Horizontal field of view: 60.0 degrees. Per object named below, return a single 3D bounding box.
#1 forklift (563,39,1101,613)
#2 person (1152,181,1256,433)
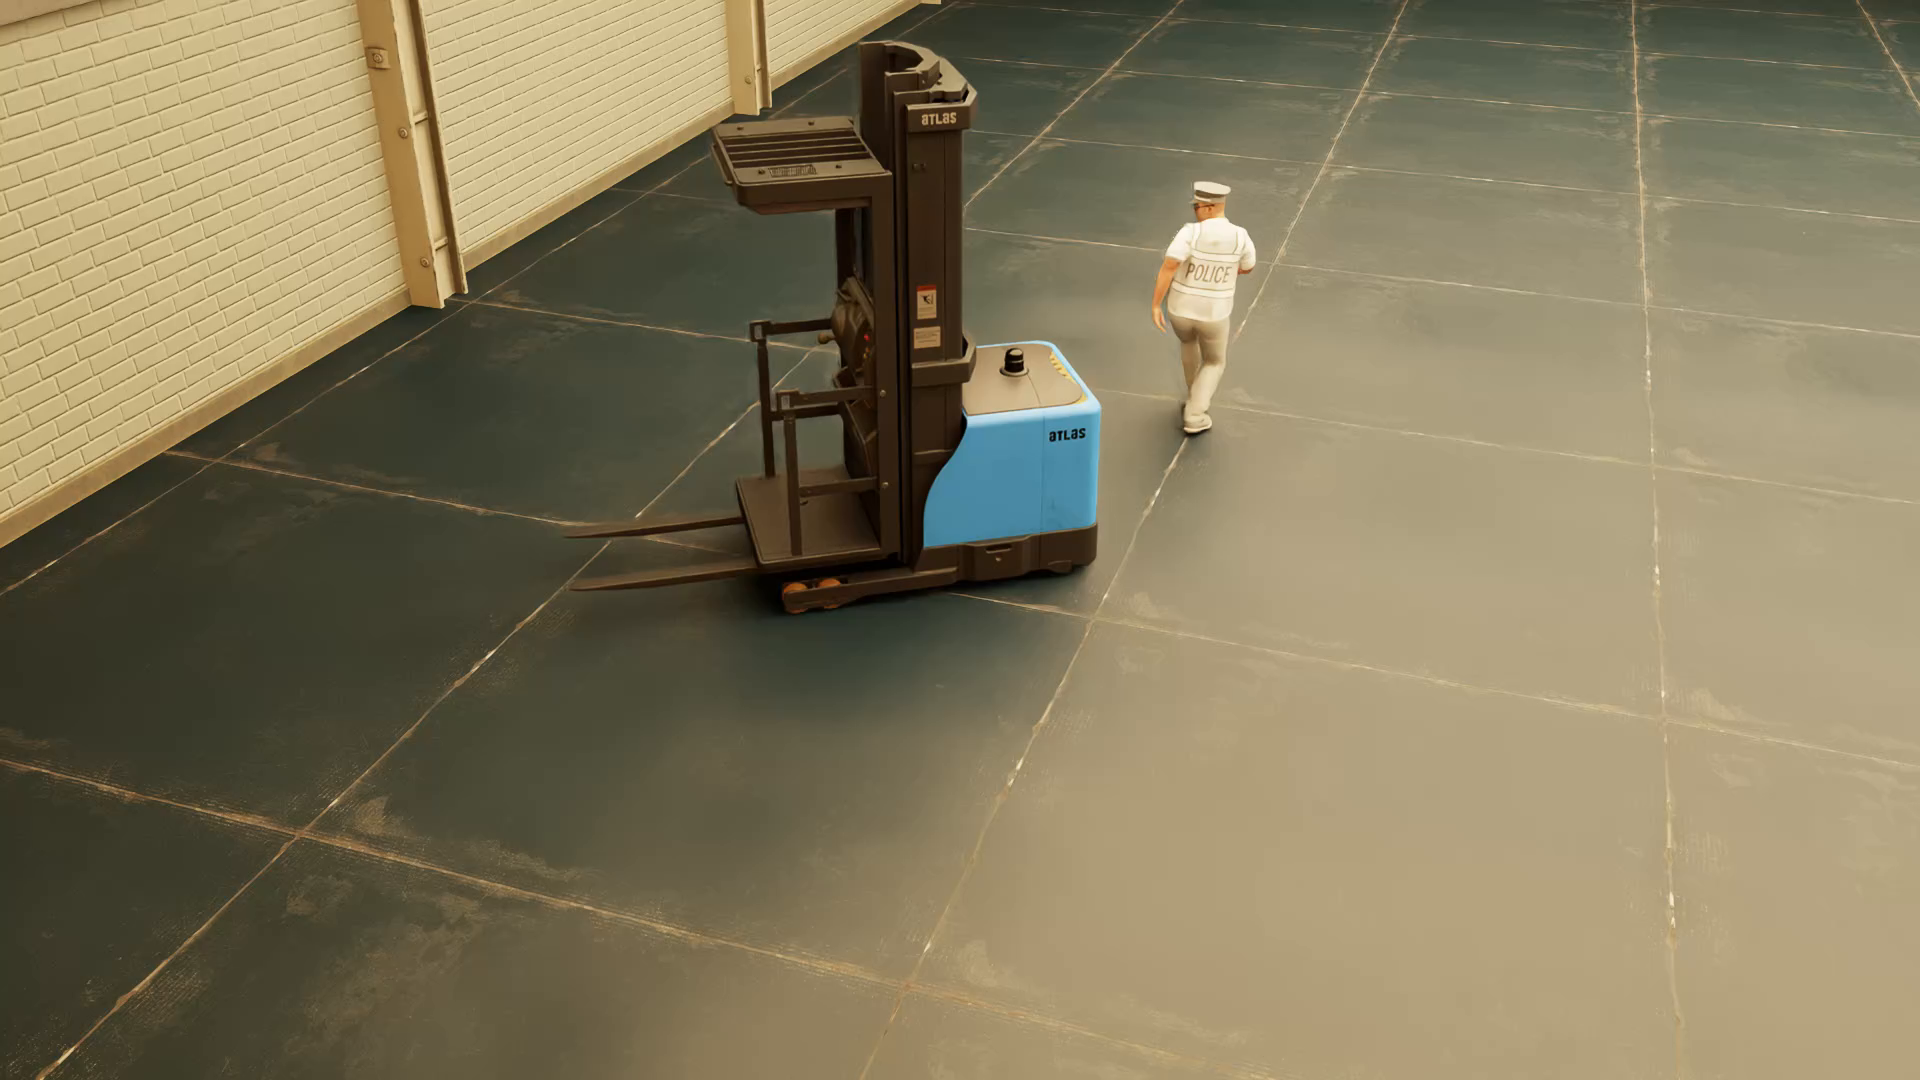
[{"bbox_3d":[-0.770,-1.150,9.154,3.031,2.935,1.130,-7,30,-12],"label":"forklift"},{"bbox_3d":[1.649,-1.545,11.168,0.579,1.735,0.915,9,31,16],"label":"person"}]
